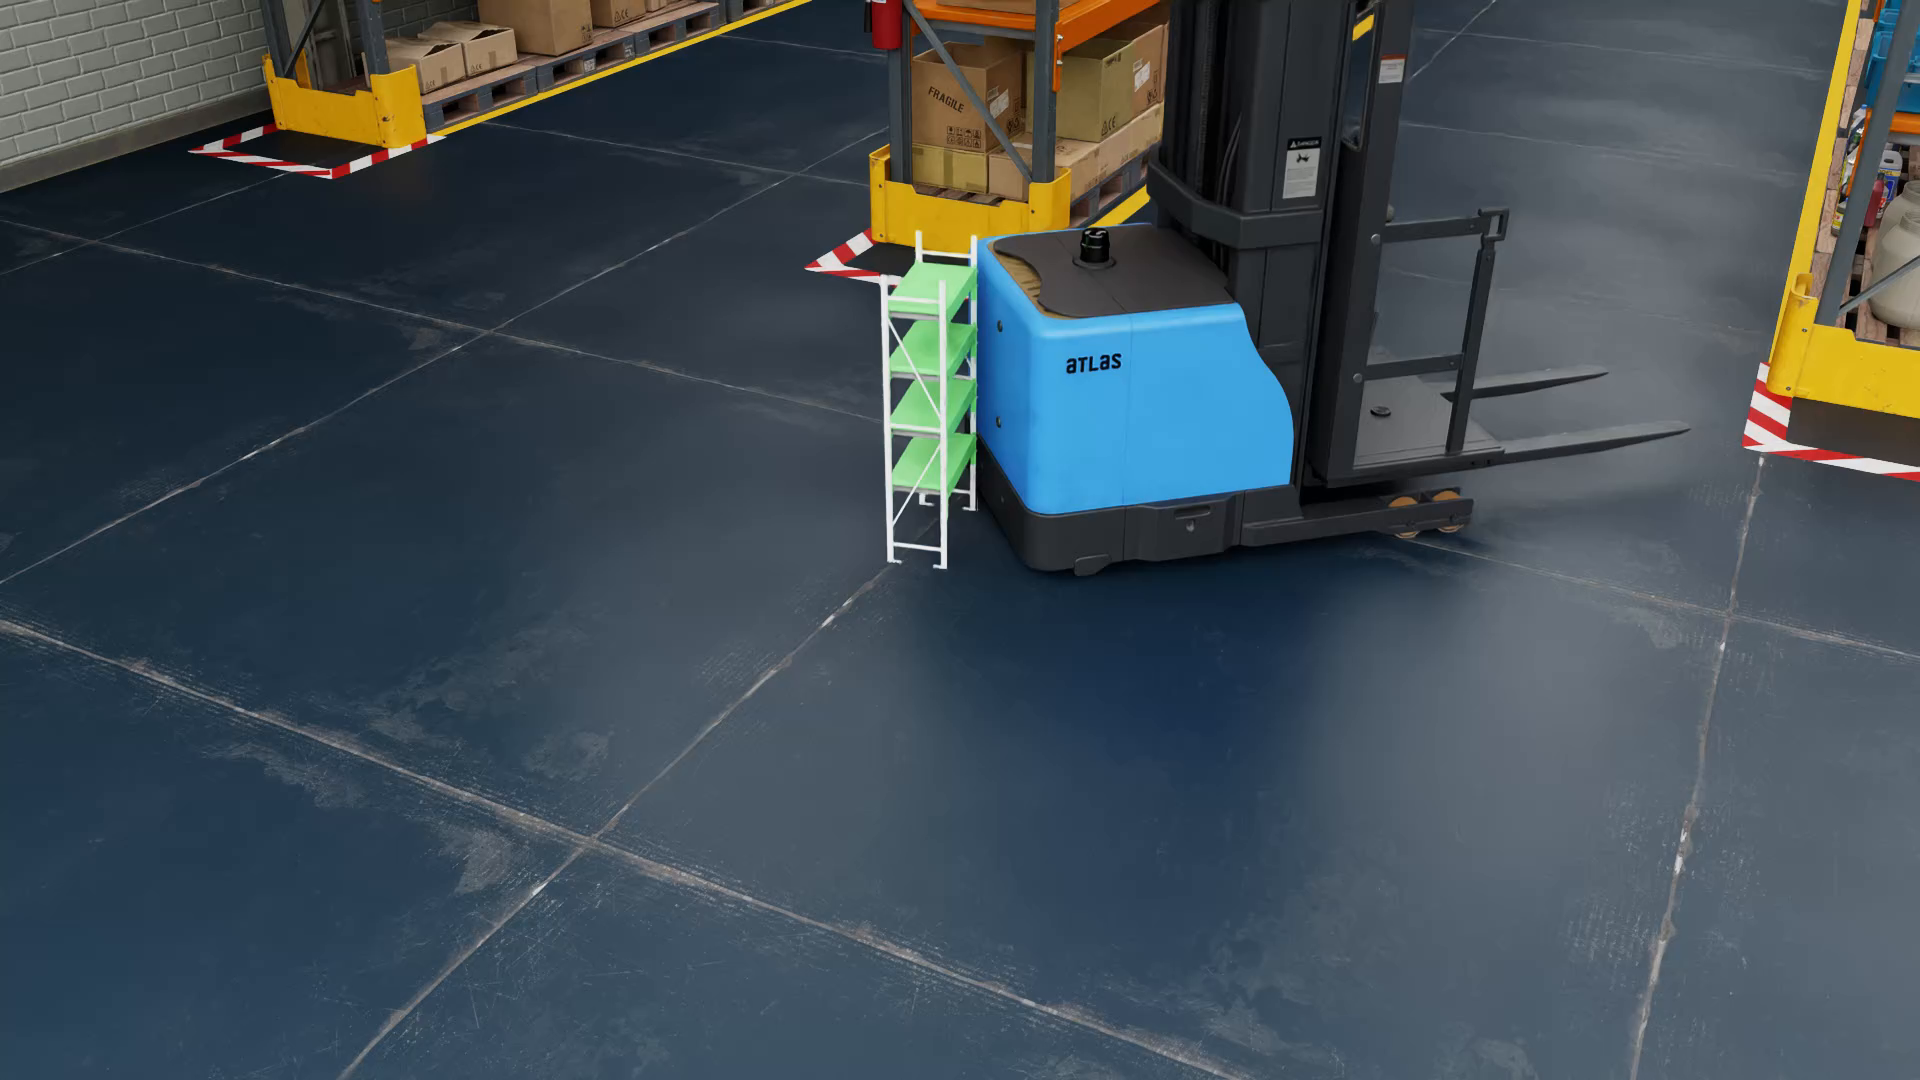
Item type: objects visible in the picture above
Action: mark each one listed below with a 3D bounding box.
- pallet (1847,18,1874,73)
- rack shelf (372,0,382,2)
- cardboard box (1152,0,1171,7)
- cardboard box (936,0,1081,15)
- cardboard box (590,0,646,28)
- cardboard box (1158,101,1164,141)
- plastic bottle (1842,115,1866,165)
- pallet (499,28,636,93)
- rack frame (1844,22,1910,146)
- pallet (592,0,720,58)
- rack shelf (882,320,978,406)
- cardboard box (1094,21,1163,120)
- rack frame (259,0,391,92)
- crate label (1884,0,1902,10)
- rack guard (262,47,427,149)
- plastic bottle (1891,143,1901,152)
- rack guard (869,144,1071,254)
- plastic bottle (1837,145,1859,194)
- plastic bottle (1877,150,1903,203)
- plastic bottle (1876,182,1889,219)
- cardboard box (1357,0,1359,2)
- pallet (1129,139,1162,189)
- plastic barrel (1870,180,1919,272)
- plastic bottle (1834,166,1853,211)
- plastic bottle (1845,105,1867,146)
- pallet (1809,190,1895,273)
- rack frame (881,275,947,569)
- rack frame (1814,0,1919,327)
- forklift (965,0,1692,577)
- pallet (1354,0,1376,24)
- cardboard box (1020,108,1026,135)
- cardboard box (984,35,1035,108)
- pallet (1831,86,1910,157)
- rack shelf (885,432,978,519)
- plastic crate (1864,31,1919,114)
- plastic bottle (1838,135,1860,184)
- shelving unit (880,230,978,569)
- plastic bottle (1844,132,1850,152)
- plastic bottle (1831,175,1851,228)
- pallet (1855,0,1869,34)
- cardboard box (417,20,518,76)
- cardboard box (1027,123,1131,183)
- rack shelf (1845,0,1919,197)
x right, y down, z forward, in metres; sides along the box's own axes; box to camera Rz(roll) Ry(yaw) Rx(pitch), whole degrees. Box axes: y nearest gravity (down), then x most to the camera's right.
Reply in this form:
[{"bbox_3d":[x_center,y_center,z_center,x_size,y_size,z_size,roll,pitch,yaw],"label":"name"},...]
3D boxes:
[{"bbox_3d":[7.727,-3.912,13.350,1.003,0.211,1.213,14,33,23],"label":"pallet"},{"bbox_3d":[-3.439,-4.731,12.700,1.077,0.370,4.000,14,33,23],"label":"rack shelf"},{"bbox_3d":[1.405,-3.426,11.290,0.500,0.500,0.500,14,33,23],"label":"cardboard box"},{"bbox_3d":[0.286,-3.282,9.353,0.700,0.500,0.500,14,33,23],"label":"cardboard box"},{"bbox_3d":[-2.965,-4.568,13.760,0.500,0.500,0.500,12,32,20],"label":"cardboard box"},{"bbox_3d":[1.189,-2.876,11.086,0.500,0.250,0.500,14,33,23],"label":"cardboard box"},{"bbox_3d":[5.555,-2.461,10.241,0.144,0.351,0.185,15,33,25],"label":"plastic bottle"},{"bbox_3d":[-3.357,-3.872,13.281,1.003,0.211,1.213,14,33,23],"label":"pallet"},{"bbox_3d":[6.292,-3.683,10.151,1.000,3.000,0.127,14,33,23],"label":"rack frame"},{"bbox_3d":[-2.802,-4.415,14.226,1.003,0.211,1.213,14,33,23],"label":"pallet"},{"bbox_3d":[-0.110,-0.692,6.397,0.258,0.148,0.480,7,31,12],"label":"rack shelf"},{"bbox_3d":[0.946,-2.983,10.520,0.500,0.500,0.500,14,33,23],"label":"cardboard box"},{"bbox_3d":[-4.350,-4.157,10.976,1.000,3.000,0.127,14,33,23],"label":"rack frame"},{"bbox_3d":[5.067,-2.802,8.582,0.502,0.435,0.616,14,33,23],"label":"crate label"},{"bbox_3d":[-4.315,-3.106,11.658,1.175,0.500,0.348,14,33,23],"label":"rack guard"},{"bbox_3d":[5.683,-2.428,10.185,0.144,0.351,0.185,14,33,23],"label":"plastic bottle"},{"bbox_3d":[0.051,-1.940,9.626,1.175,0.500,0.348,14,33,23],"label":"rack guard"},{"bbox_3d":[5.275,-2.189,9.768,0.144,0.351,0.185,14,33,23],"label":"plastic bottle"},{"bbox_3d":[5.418,-2.134,9.747,0.152,0.276,0.135,14,33,23],"label":"plastic bottle"},{"bbox_3d":[5.238,-1.947,9.497,0.097,0.201,0.097,0,30,0],"label":"plastic bottle"},{"bbox_3d":[3.220,-4.831,14.489,0.500,0.250,0.500,15,33,24],"label":"cardboard box"},{"bbox_3d":[0.930,-2.713,11.262,1.003,0.211,1.213,14,33,23],"label":"pallet"},{"bbox_3d":[4.930,-1.544,8.503,0.421,0.512,0.421,0,30,0],"label":"plastic barrel"},{"bbox_3d":[5.118,-2.000,9.513,0.152,0.276,0.135,13,32,22],"label":"plastic bottle"},{"bbox_3d":[5.756,-2.648,10.648,0.097,0.271,0.097,0,30,0],"label":"plastic bottle"},{"bbox_3d":[5.394,-1.642,9.398,1.003,0.211,1.213,14,33,23],"label":"pallet"},{"bbox_3d":[-0.168,-0.422,6.279,0.240,1.200,0.015,7,31,12],"label":"rack frame"},{"bbox_3d":[4.470,-1.909,7.063,1.000,3.000,0.127,14,33,23],"label":"rack frame"},{"bbox_3d":[1.595,-1.523,6.459,3.031,2.935,1.130,-8,31,-13],"label":"forklift"},{"bbox_3d":[3.296,-5.016,15.272,1.003,0.211,1.213,14,33,23],"label":"pallet"},{"bbox_3d":[0.260,-2.554,10.524,0.500,0.250,0.500,14,33,23],"label":"cardboard box"},{"bbox_3d":[0.484,-3.101,10.725,0.500,0.500,0.500,14,33,23],"label":"cardboard box"},{"bbox_3d":[6.615,-2.830,11.467,1.003,0.211,1.213,14,33,23],"label":"pallet"},{"bbox_3d":[-0.110,-0.276,6.636,0.258,0.148,0.480,7,31,12],"label":"rack shelf"},{"bbox_3d":[4.431,-2.135,7.604,0.499,0.251,0.616,14,33,23],"label":"plastic crate"},{"bbox_3d":[5.356,-2.284,10.002,0.061,0.283,0.133,16,33,25],"label":"plastic bottle"},{"bbox_3d":[-0.110,-0.540,6.485,0.258,1.200,0.503,7,31,12],"label":"shelving unit"},{"bbox_3d":[5.664,-2.528,10.508,0.097,0.201,0.097,0,30,0],"label":"plastic bottle"},{"bbox_3d":[4.953,-1.892,9.318,0.061,0.283,0.133,15,33,24],"label":"plastic bottle"},{"bbox_3d":[8.436,-4.606,14.558,1.003,0.211,1.213,14,33,23],"label":"pallet"},{"bbox_3d":[-3.695,-3.721,12.475,0.500,0.311,0.500,17,34,27],"label":"cardboard box"},{"bbox_3d":[0.729,-2.434,10.316,0.500,0.250,0.500,14,33,23],"label":"cardboard box"},{"bbox_3d":[5.381,-2.484,8.786,1.077,0.370,4.000,14,33,23],"label":"rack shelf"}]
